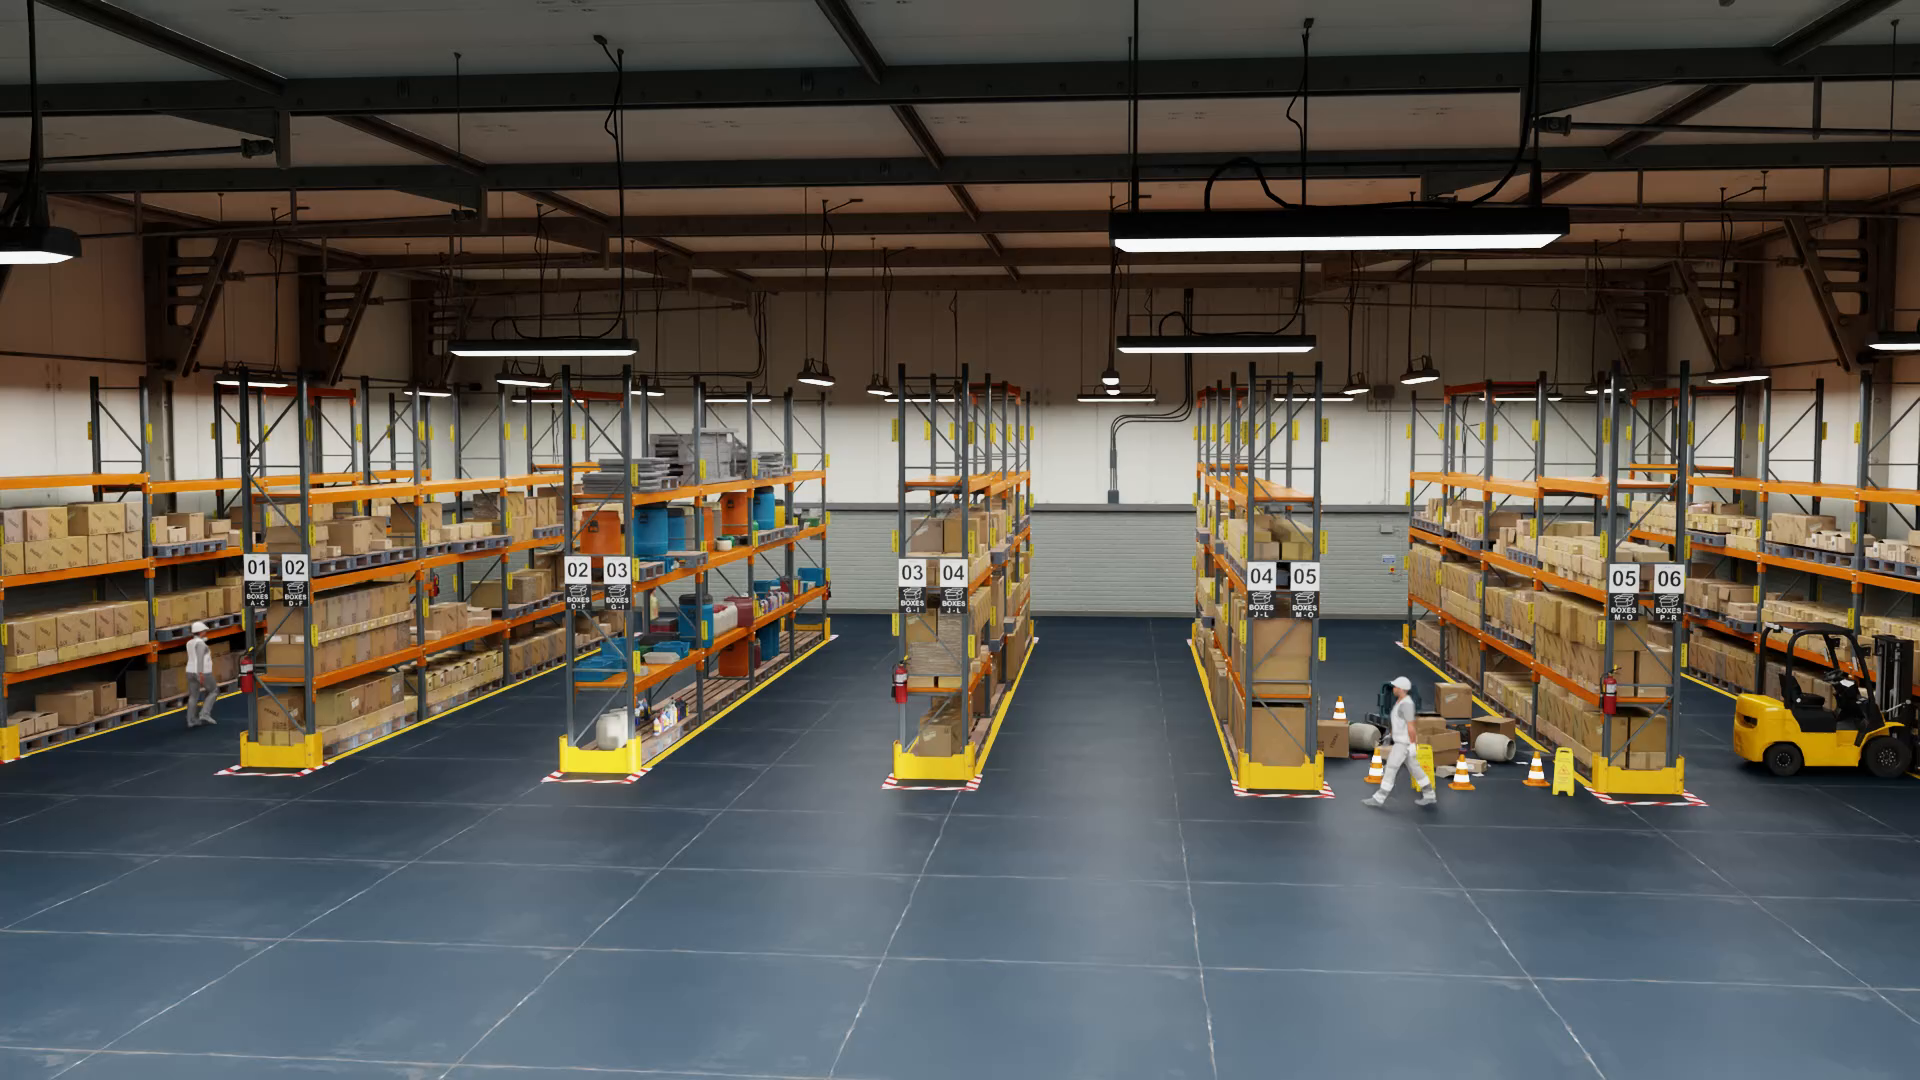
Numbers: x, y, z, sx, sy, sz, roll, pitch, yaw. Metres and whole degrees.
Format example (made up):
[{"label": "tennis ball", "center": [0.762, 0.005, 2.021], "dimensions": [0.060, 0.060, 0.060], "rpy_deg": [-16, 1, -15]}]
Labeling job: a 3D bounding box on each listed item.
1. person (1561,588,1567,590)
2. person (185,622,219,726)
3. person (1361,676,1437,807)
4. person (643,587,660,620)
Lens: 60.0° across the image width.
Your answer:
[{"label": "person", "center": [13.446, 1.853, 37.157], "dimensions": [0.494, 1.559, 0.397], "rpy_deg": [-3, 5, -41]}, {"label": "person", "center": [-13.041, 2.285, 28.443], "dimensions": [0.544, 1.763, 0.540], "rpy_deg": [1, 4, 18]}, {"label": "person", "center": [5.866, 2.690, 22.202], "dimensions": [1.010, 1.747, 0.602], "rpy_deg": [1, 4, 9]}, {"label": "person", "center": [-6.838, 1.815, 36.740], "dimensions": [0.480, 1.670, 0.490], "rpy_deg": [3, 5, 42]}]
